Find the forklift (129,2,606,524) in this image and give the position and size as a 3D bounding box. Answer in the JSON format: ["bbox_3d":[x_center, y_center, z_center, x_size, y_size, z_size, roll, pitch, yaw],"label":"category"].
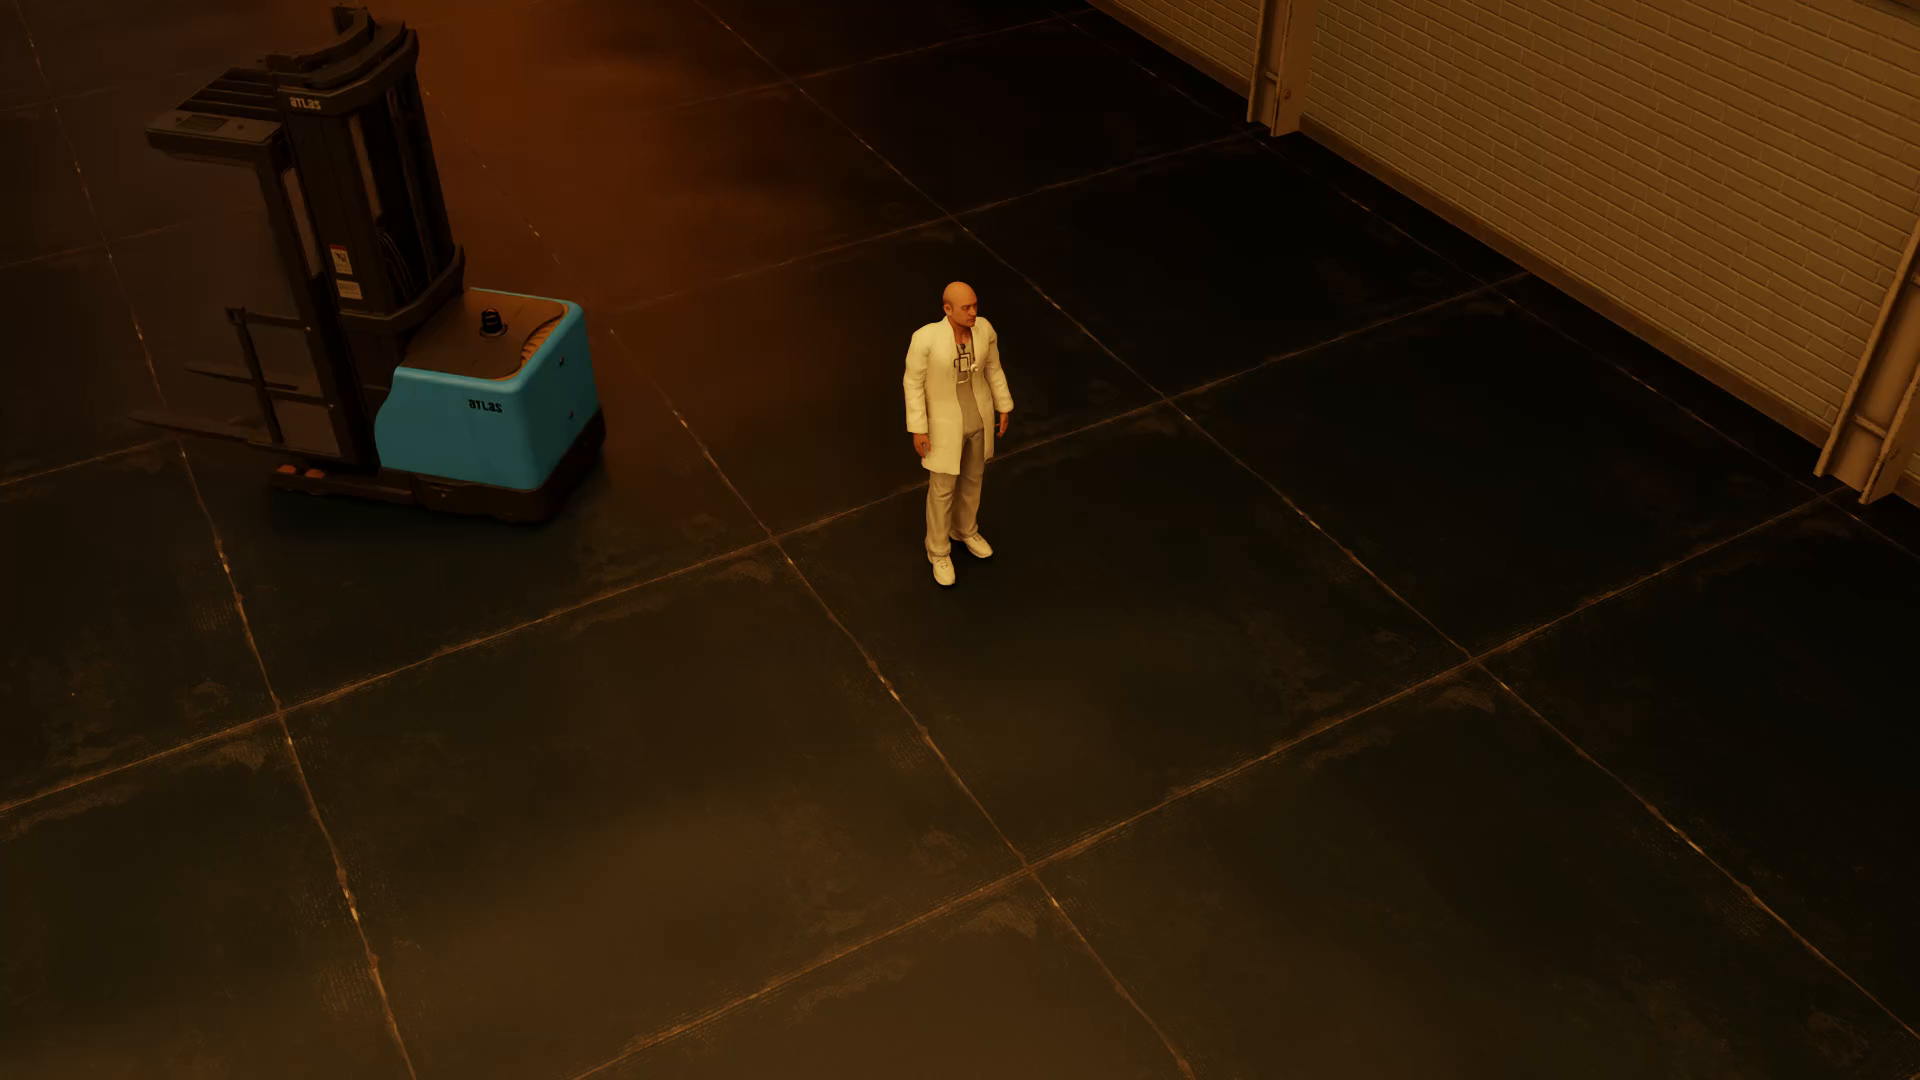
[{"bbox_3d":[-3.929,-1.733,10.126,3.031,2.935,1.130,9,41,11],"label":"forklift"}]

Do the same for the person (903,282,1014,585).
[{"bbox_3d":[0.043,-0.638,9.697,0.698,1.777,0.578,-20,44,-23],"label":"person"}]
